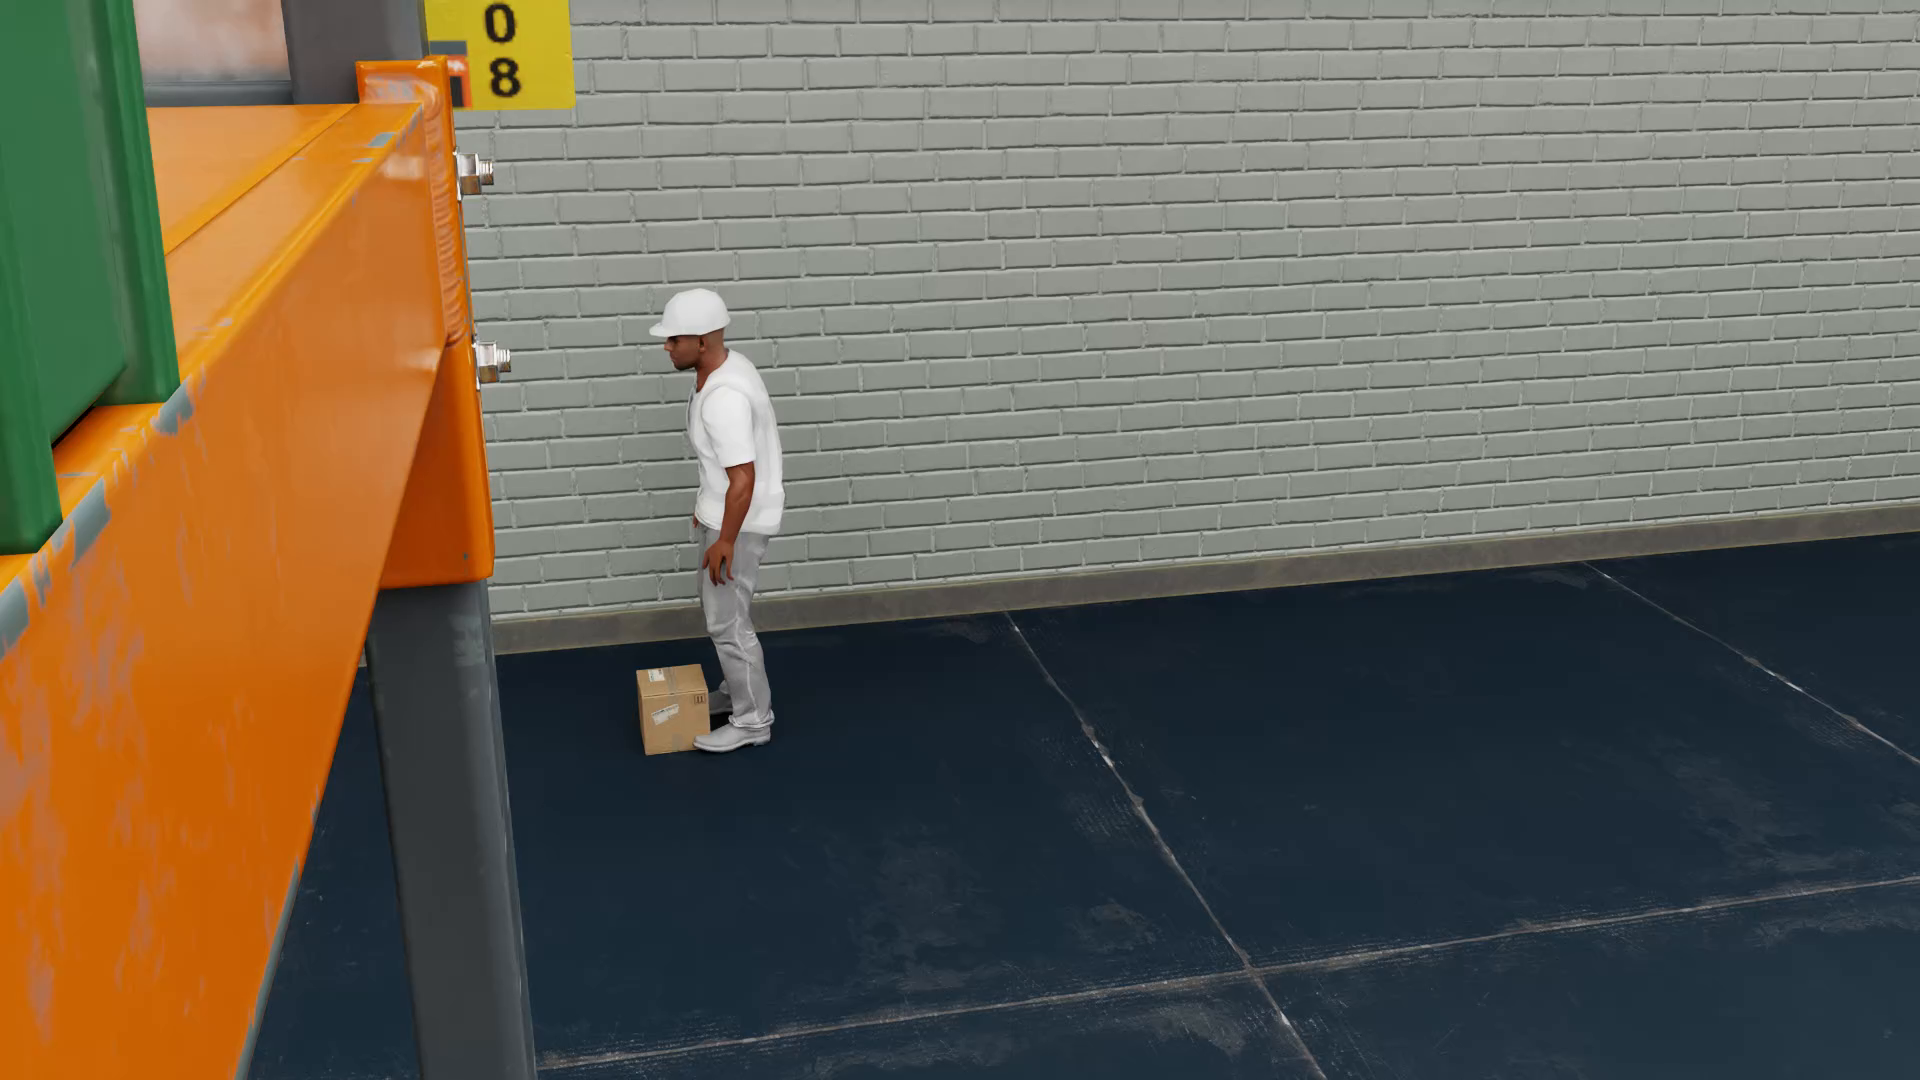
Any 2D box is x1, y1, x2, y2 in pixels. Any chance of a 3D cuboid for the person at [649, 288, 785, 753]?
[{"bbox_3d":[-0.894,-0.078,6.261,0.456,1.761,0.628,-4,20,-12],"label":"person"}]
